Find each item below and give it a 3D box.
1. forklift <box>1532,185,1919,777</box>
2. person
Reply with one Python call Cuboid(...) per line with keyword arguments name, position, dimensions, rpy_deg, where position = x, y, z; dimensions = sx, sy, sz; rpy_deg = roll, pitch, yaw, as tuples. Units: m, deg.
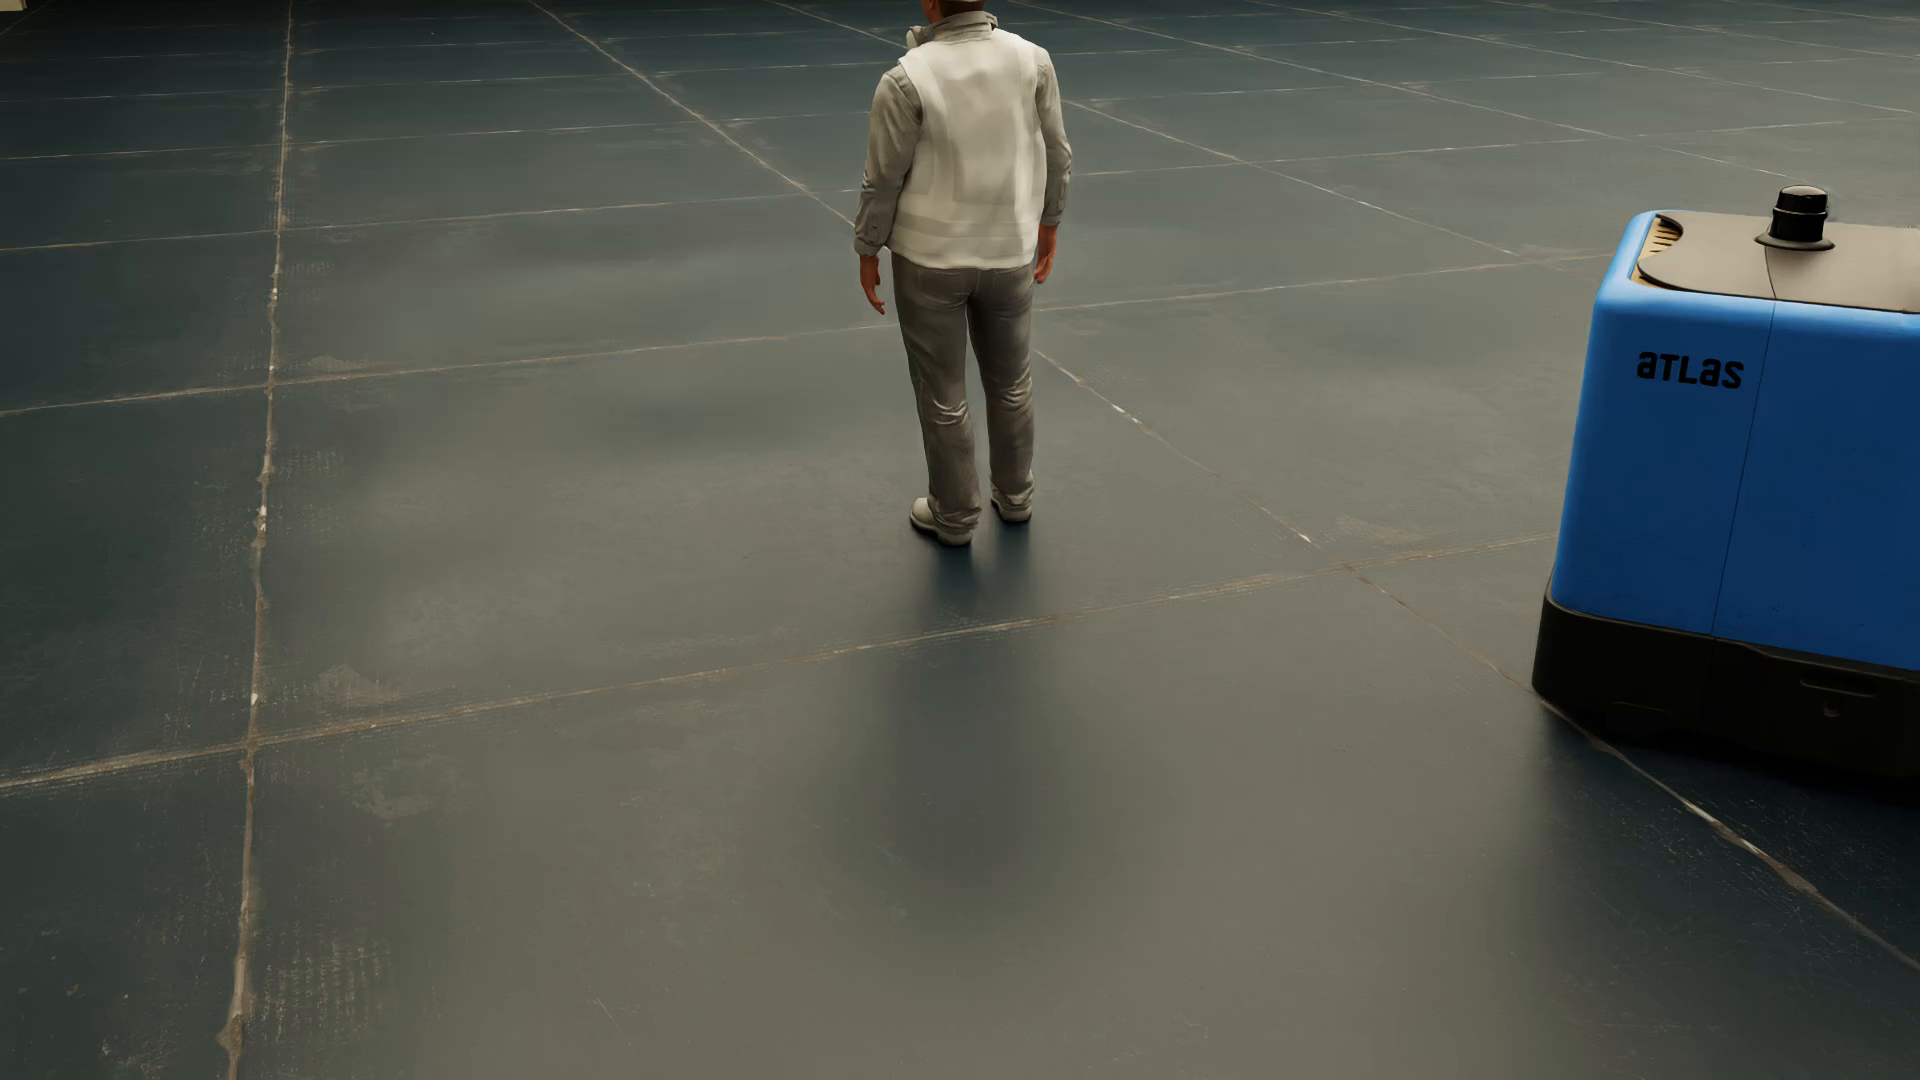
Cuboid(name="forklift", position=(2.951, -0.839, 3.293), dimensions=(3.031, 2.935, 1.130), rpy_deg=(10, 25, 23))
Cuboid(name="person", position=(-0.013, -0.848, 4.789), dimensions=(0.632, 1.773, 0.568), rpy_deg=(-8, 24, -18))
